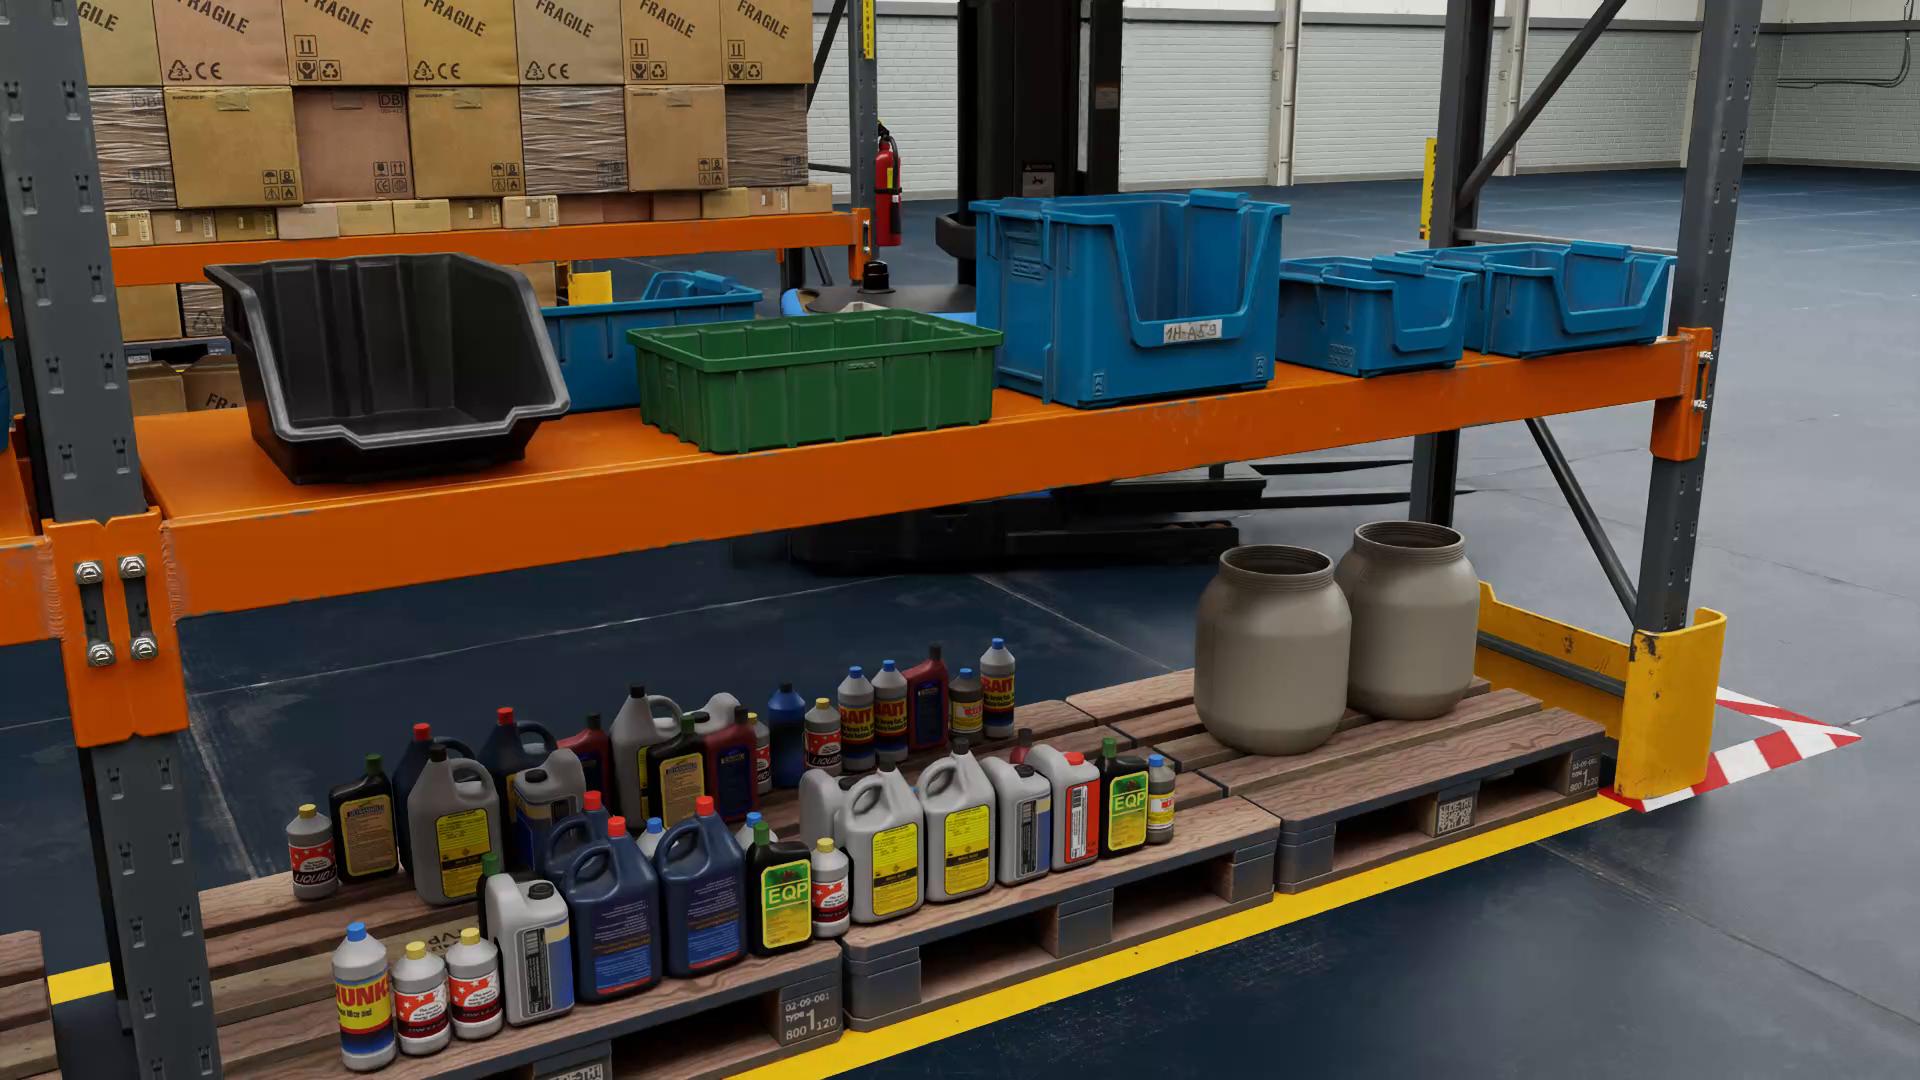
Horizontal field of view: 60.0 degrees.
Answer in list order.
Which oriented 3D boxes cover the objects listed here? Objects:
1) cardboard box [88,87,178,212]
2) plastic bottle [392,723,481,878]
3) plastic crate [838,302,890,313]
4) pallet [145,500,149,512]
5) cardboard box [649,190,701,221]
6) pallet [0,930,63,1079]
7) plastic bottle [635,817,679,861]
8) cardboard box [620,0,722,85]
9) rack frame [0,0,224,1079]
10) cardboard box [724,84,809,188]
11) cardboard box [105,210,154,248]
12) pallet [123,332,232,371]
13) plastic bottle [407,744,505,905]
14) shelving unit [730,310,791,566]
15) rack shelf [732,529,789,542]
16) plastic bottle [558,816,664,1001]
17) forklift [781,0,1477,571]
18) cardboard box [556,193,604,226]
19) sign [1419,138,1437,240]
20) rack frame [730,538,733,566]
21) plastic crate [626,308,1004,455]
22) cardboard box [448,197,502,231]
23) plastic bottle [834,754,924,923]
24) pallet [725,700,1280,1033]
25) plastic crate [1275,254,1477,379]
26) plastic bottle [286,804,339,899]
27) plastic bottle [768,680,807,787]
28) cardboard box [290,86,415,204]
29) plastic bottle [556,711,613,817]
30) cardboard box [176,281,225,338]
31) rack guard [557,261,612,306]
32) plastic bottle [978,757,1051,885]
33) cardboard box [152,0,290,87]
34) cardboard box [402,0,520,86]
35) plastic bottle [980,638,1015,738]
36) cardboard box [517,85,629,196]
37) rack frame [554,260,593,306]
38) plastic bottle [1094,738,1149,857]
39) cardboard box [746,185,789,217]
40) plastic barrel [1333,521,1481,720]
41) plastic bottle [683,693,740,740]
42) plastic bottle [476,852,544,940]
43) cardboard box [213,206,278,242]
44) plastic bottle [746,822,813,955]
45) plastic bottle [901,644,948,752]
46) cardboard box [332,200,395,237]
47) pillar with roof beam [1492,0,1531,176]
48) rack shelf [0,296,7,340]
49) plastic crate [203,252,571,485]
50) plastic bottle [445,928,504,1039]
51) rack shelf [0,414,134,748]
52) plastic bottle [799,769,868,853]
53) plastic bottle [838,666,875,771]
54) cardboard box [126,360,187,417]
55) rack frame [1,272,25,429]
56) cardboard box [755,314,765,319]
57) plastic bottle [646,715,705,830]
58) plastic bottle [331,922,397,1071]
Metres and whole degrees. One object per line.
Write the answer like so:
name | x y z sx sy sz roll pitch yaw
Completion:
cardboard box | -3.743 -1.704 7.195 0.500 0.500 0.875 -9 18 -30
plastic bottle | -1.206 0.589 3.844 0.185 0.351 0.144 -10 18 -31
plastic crate | -0.348 -0.476 4.038 0.437 0.136 0.530 -9 18 -30
pallet | -3.603 -0.223 7.815 1.213 0.211 1.003 -9 18 -30
cardboard box | -1.494 -1.700 8.381 0.250 0.149 0.380 -9 18 -30
pallet | -2.263 1.142 2.943 1.213 0.211 1.003 -9 18 -30
plastic bottle | -0.642 0.719 3.526 0.097 0.271 0.097 0 16 0
cardboard box | -1.501 -2.489 8.142 0.500 0.500 0.500 -9 18 -30
rack frame | -1.610 -0.318 2.988 0.127 3.000 1.000 -9 18 -30
cardboard box | -1.217 -2.142 8.756 0.500 0.500 0.875 -9 18 -30
cardboard box | -3.600 -1.335 7.082 0.250 0.149 0.380 -9 18 -30
pallet | -5.936 -1.371 11.909 1.213 0.211 1.003 -9 18 -30
plastic bottle | -1.132 0.622 3.725 0.185 0.351 0.144 -9 18 -30
shelving unit | -0.854 -0.426 6.985 0.252 1.050 0.215 -2 16 -8
rack shelf | -0.854 -0.148 7.063 0.240 0.259 0.215 -2 16 -8
plastic bottle | -0.704 0.729 3.344 0.185 0.351 0.144 -9 18 -28
forklift | 0.747 -1.447 7.140 3.031 2.935 1.130 -2 16 -8
cardboard box | -1.933 -1.634 8.149 0.250 0.149 0.380 -9 18 -30
sign | 1.540 -1.136 5.391 0.005 0.325 0.100 -9 18 -30
rack frame | -0.975 -0.421 6.967 0.008 1.050 0.200 -2 16 -8
plastic crate | -0.301 -0.340 3.457 0.662 0.188 0.450 -9 18 -30
cardboard box | -2.351 -1.560 7.885 0.250 0.149 0.380 -9 18 -30
plastic bottle | -0.178 0.644 3.649 0.185 0.351 0.144 -9 18 -30
pallet | 0.034 0.770 4.272 1.213 0.211 1.003 -9 18 -30
plastic crate | 0.985 -0.575 4.179 0.408 0.251 0.499 -9 18 -30
plastic bottle | -1.459 0.695 3.744 0.097 0.201 0.097 0 16 0
plastic bottle | -0.449 0.497 4.319 0.097 0.271 0.097 0 16 0
cardboard box | -2.919 -1.858 7.745 0.500 0.500 0.875 -9 18 -30
plastic bottle | -0.923 0.563 4.063 0.133 0.283 0.061 -8 17 -26
cardboard box | -5.282 -2.002 12.155 0.875 0.875 0.875 -9 18 -29
rack guard | -3.179 -1.982 13.553 0.348 0.500 1.175 -9 18 -30
plastic bottle | 0.122 0.630 3.836 0.135 0.276 0.152 -10 18 -31
cardboard box | -3.216 -2.211 7.150 0.500 0.500 0.500 -9 18 -30
cardboard box | -2.364 -2.352 7.655 0.500 0.500 0.500 -9 18 -30
plastic bottle | 0.105 0.407 4.639 0.097 0.271 0.097 0 16 0
cardboard box | -2.035 -1.985 8.197 0.500 0.500 0.875 -9 18 -30
rack frame | -3.199 -3.182 13.204 0.127 3.000 1.000 -9 18 -30
plastic bottle | 0.380 0.599 3.933 0.133 0.283 0.061 -9 18 -28
cardboard box | -1.084 -1.777 8.659 0.250 0.149 0.380 -9 18 -30
plastic barrel | 1.294 0.230 4.861 0.421 0.512 0.421 0 16 0
plastic bottle | -0.623 0.532 4.186 0.135 0.276 0.152 -9 18 -29
plastic bottle | -0.903 0.759 3.362 0.133 0.283 0.061 -9 18 -30
cardboard box | -3.191 -1.413 7.360 0.250 0.149 0.380 -9 18 -30
plastic bottle | -0.379 0.722 3.494 0.133 0.283 0.061 -8 18 -27
plastic bottle | -0.099 0.429 4.540 0.133 0.283 0.061 -9 18 -29
cardboard box | -2.762 -1.483 7.609 0.250 0.149 0.380 -9 18 -30
pillar with roof beam | 13.334 -10.802 29.271 0.400 9.000 9.100 -9 18 -30
rack shelf | -5.875 -0.840 6.182 4.000 0.370 1.077 -9 18 -30
plastic crate | -1.095 -0.332 3.151 0.504 0.338 0.767 -9 18 -30
plastic bottle | -0.936 0.846 3.204 0.097 0.201 0.097 0 16 0
rack shelf | -3.324 0.306 2.094 4.000 0.370 1.077 -9 18 -30
plastic bottle | -0.276 0.649 3.768 0.135 0.276 0.152 -9 18 -30
plastic bottle | -0.275 0.469 4.419 0.097 0.271 0.097 0 16 0
cardboard box | -3.797 -0.509 7.522 0.500 0.500 0.500 -10 18 -31
rack frame | -4.160 -1.464 7.076 0.127 3.000 1.000 -9 18 -30
cardboard box | -1.276 -0.936 9.045 0.500 0.500 0.500 -6 17 -19
plastic bottle | -0.690 0.570 4.036 0.133 0.283 0.061 -9 18 -30
plastic bottle | -1.111 0.841 3.093 0.097 0.271 0.097 0 16 0
